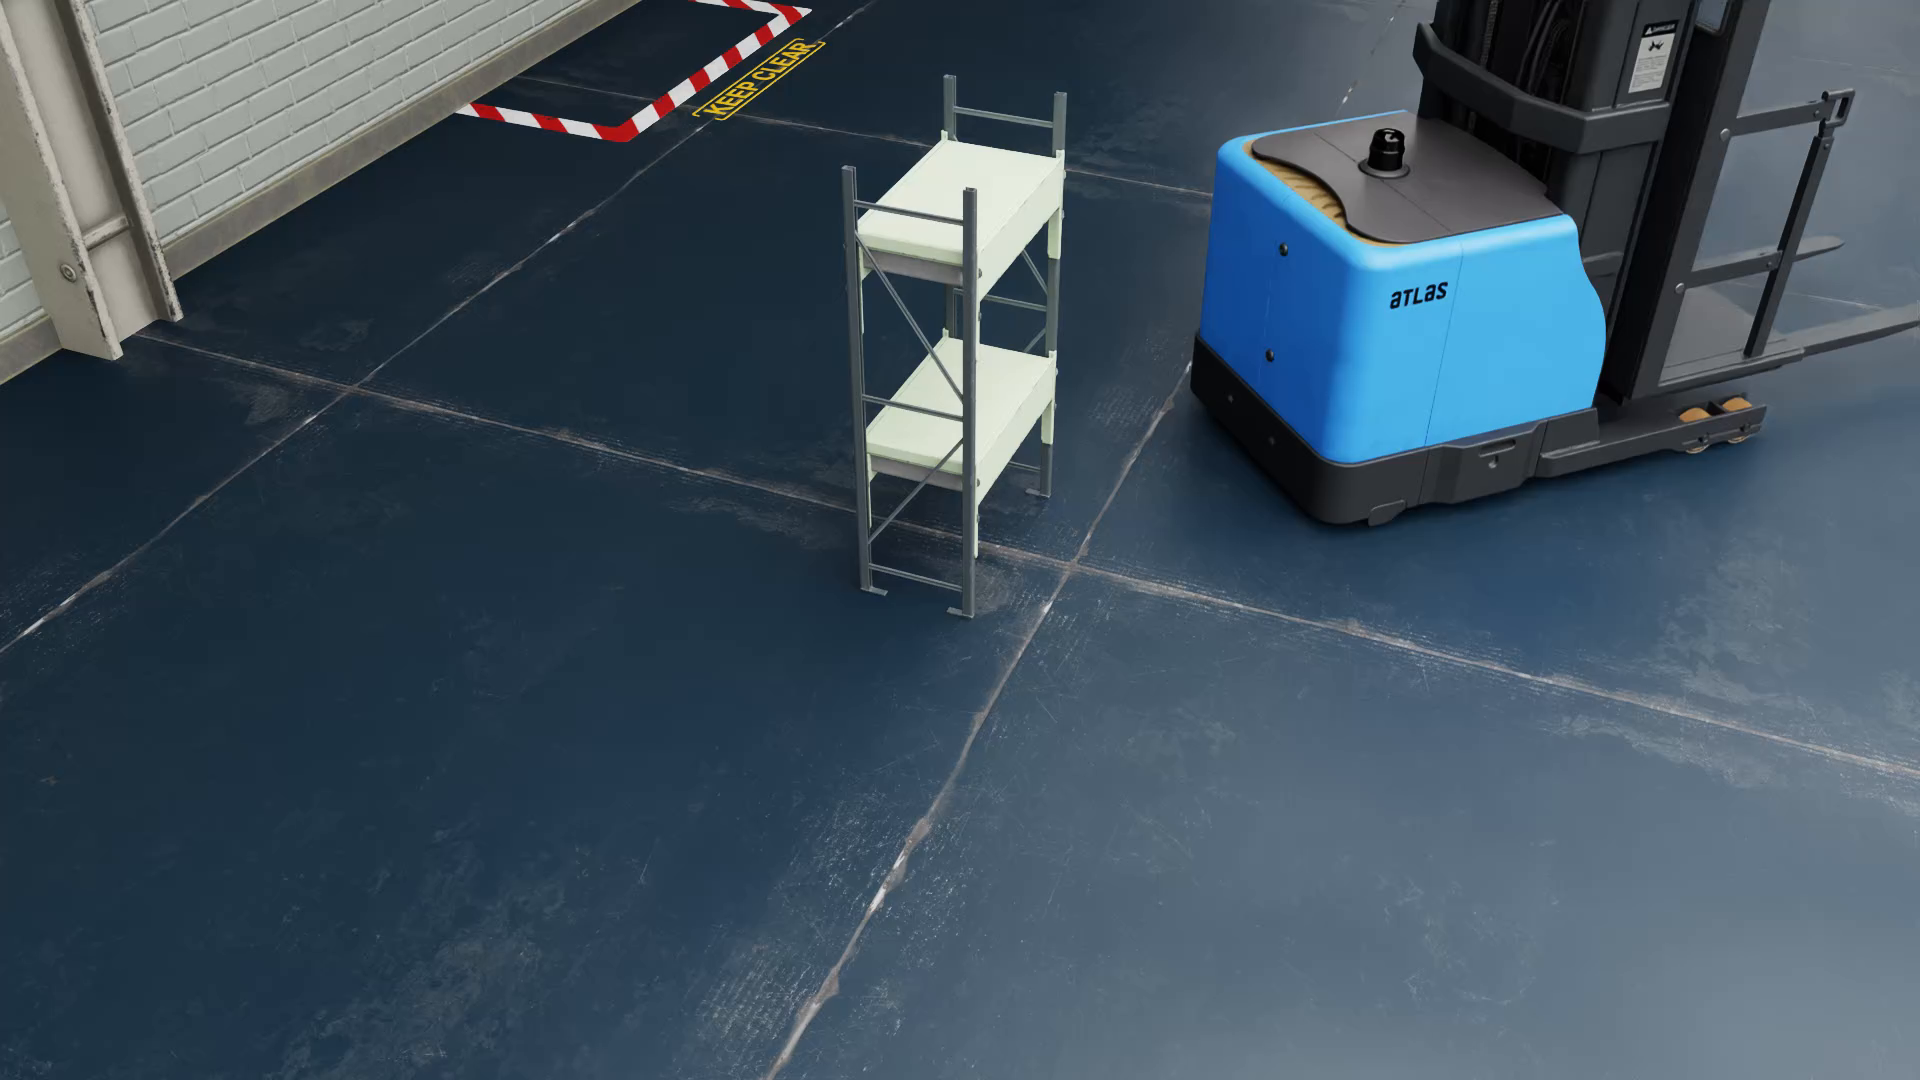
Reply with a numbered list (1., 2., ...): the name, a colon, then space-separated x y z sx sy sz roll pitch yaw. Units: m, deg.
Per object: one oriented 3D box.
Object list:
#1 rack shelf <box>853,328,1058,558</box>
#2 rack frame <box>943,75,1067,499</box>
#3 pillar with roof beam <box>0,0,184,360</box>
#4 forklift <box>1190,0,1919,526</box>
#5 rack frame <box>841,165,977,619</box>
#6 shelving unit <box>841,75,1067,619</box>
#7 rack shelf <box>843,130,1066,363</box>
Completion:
1. rack shelf: -0.003 -0.336 5.491 0.431 0.370 0.720 14 39 18
2. rack frame: 0.137 -0.800 5.567 0.400 1.500 0.023 14 39 18
3. pillar with roof beam: 0.494 -3.494 2.908 9.100 9.000 0.400 14 39 18
4. forklift: 2.458 -1.776 5.678 3.031 2.935 1.130 -13 39 -17
5. rack frame: -0.142 -0.394 5.025 0.400 1.500 0.023 14 39 18
6. shelving unit: -0.003 -0.597 5.296 0.431 1.500 0.755 14 39 18
7. rack shelf: -0.003 -0.910 5.062 0.431 0.370 0.720 14 39 18
